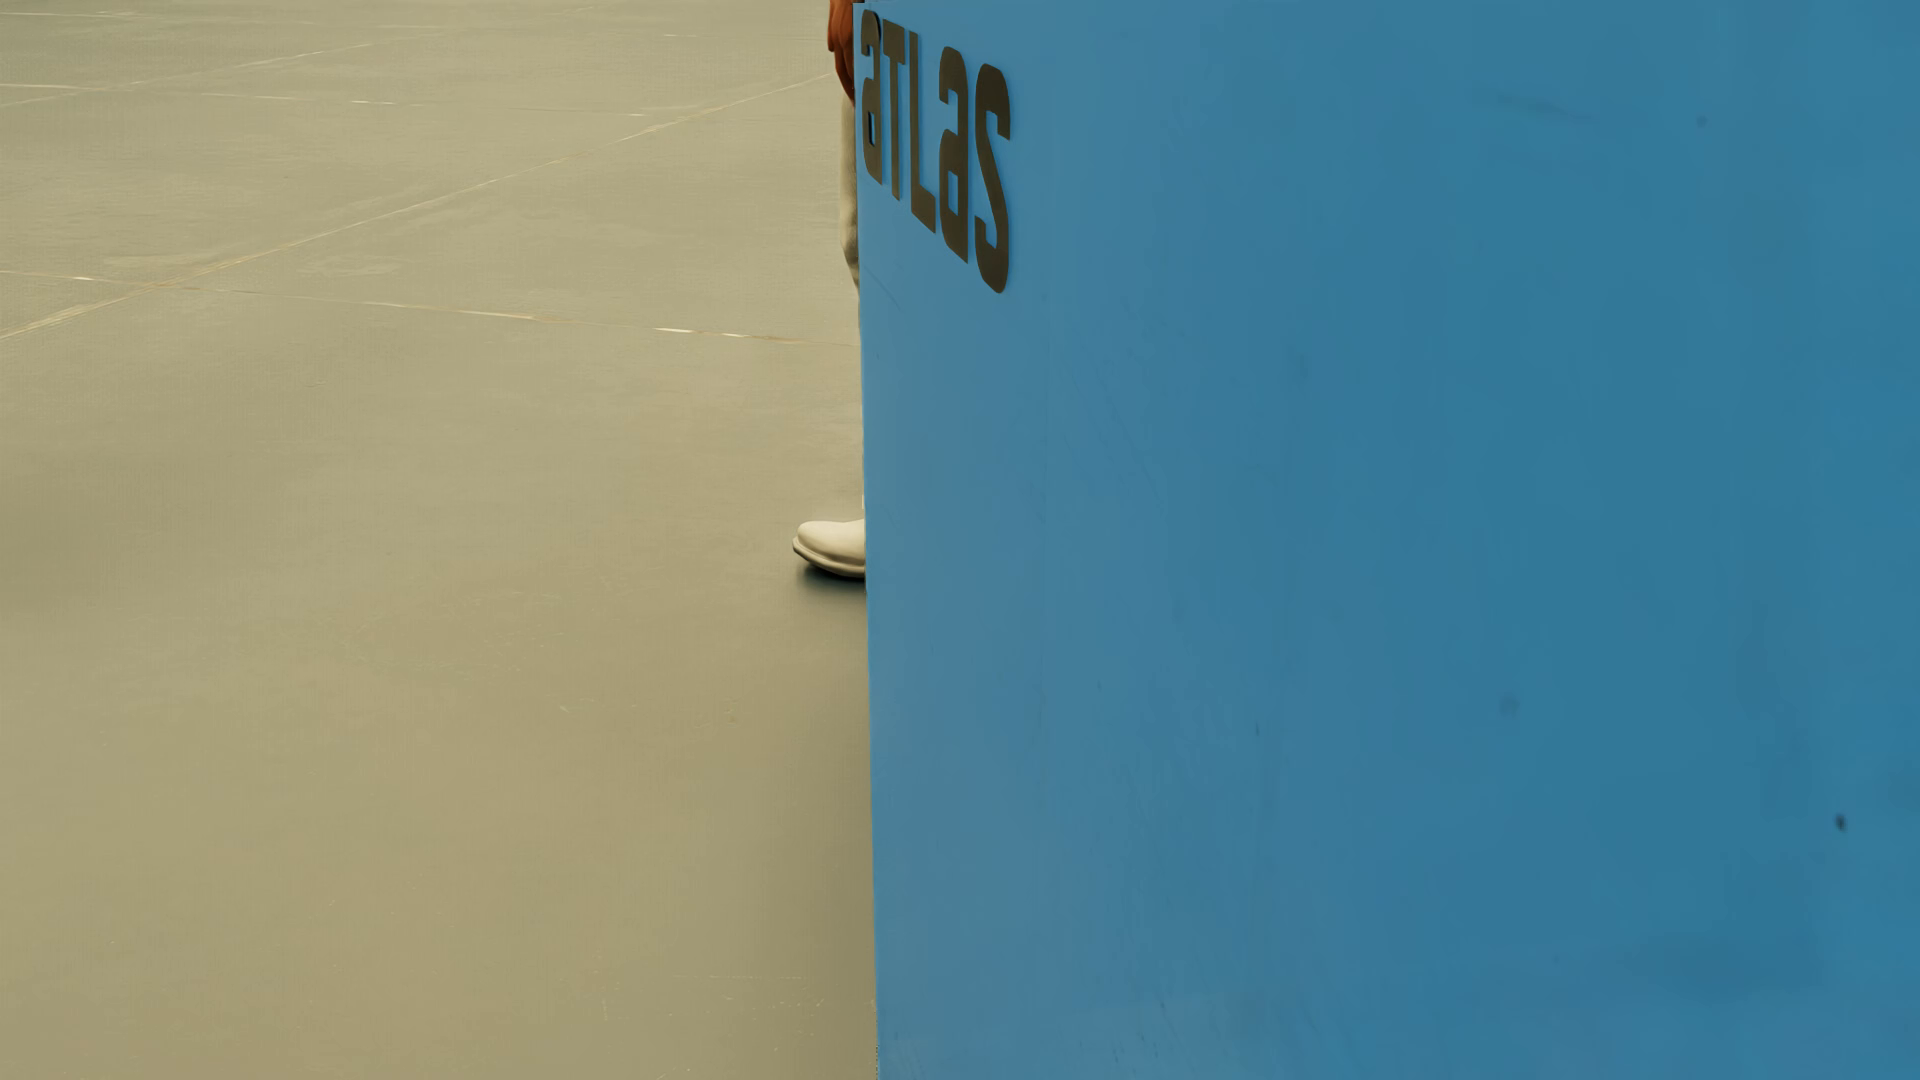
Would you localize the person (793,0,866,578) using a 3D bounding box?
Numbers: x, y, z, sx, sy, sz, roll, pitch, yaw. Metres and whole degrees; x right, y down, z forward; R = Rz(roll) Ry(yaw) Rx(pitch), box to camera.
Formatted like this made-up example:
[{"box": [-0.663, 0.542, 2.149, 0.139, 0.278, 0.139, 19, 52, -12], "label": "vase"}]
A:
[{"box": [-0.041, -0.813, 2.289, 0.460, 1.760, 0.626, 6, 23, 14], "label": "person"}]
